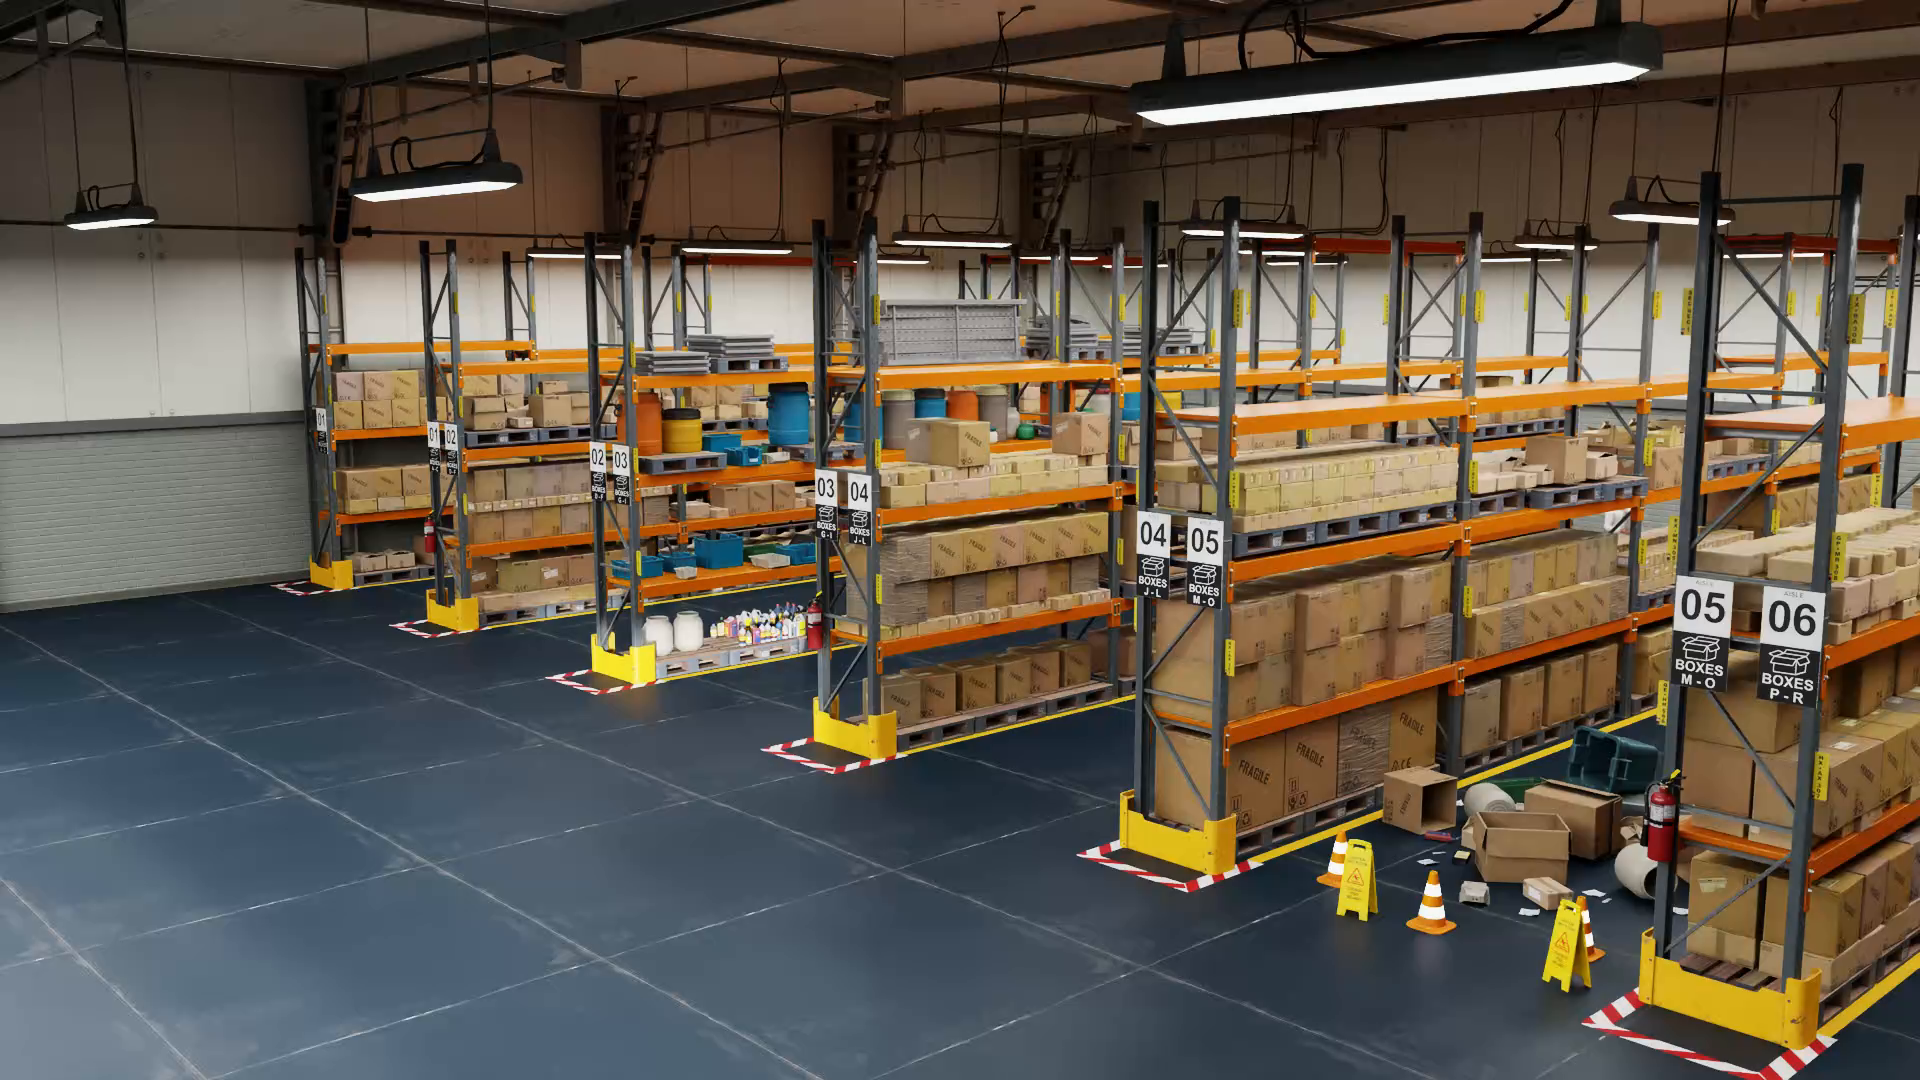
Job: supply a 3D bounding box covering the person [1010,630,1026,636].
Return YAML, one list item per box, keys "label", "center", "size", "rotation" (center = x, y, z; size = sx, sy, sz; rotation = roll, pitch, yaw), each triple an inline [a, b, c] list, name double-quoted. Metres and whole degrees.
- label: "person"
  center: [1.003, 0.457, 24.277]
  size: [0.711, 1.780, 0.923]
  rotation: [6, 10, 34]

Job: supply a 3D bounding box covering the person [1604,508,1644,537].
- label: "person"
  center: [11.516, 0.063, 28.810]
  size: [0.718, 1.767, 0.987]
  rotation: [1, 8, 7]
